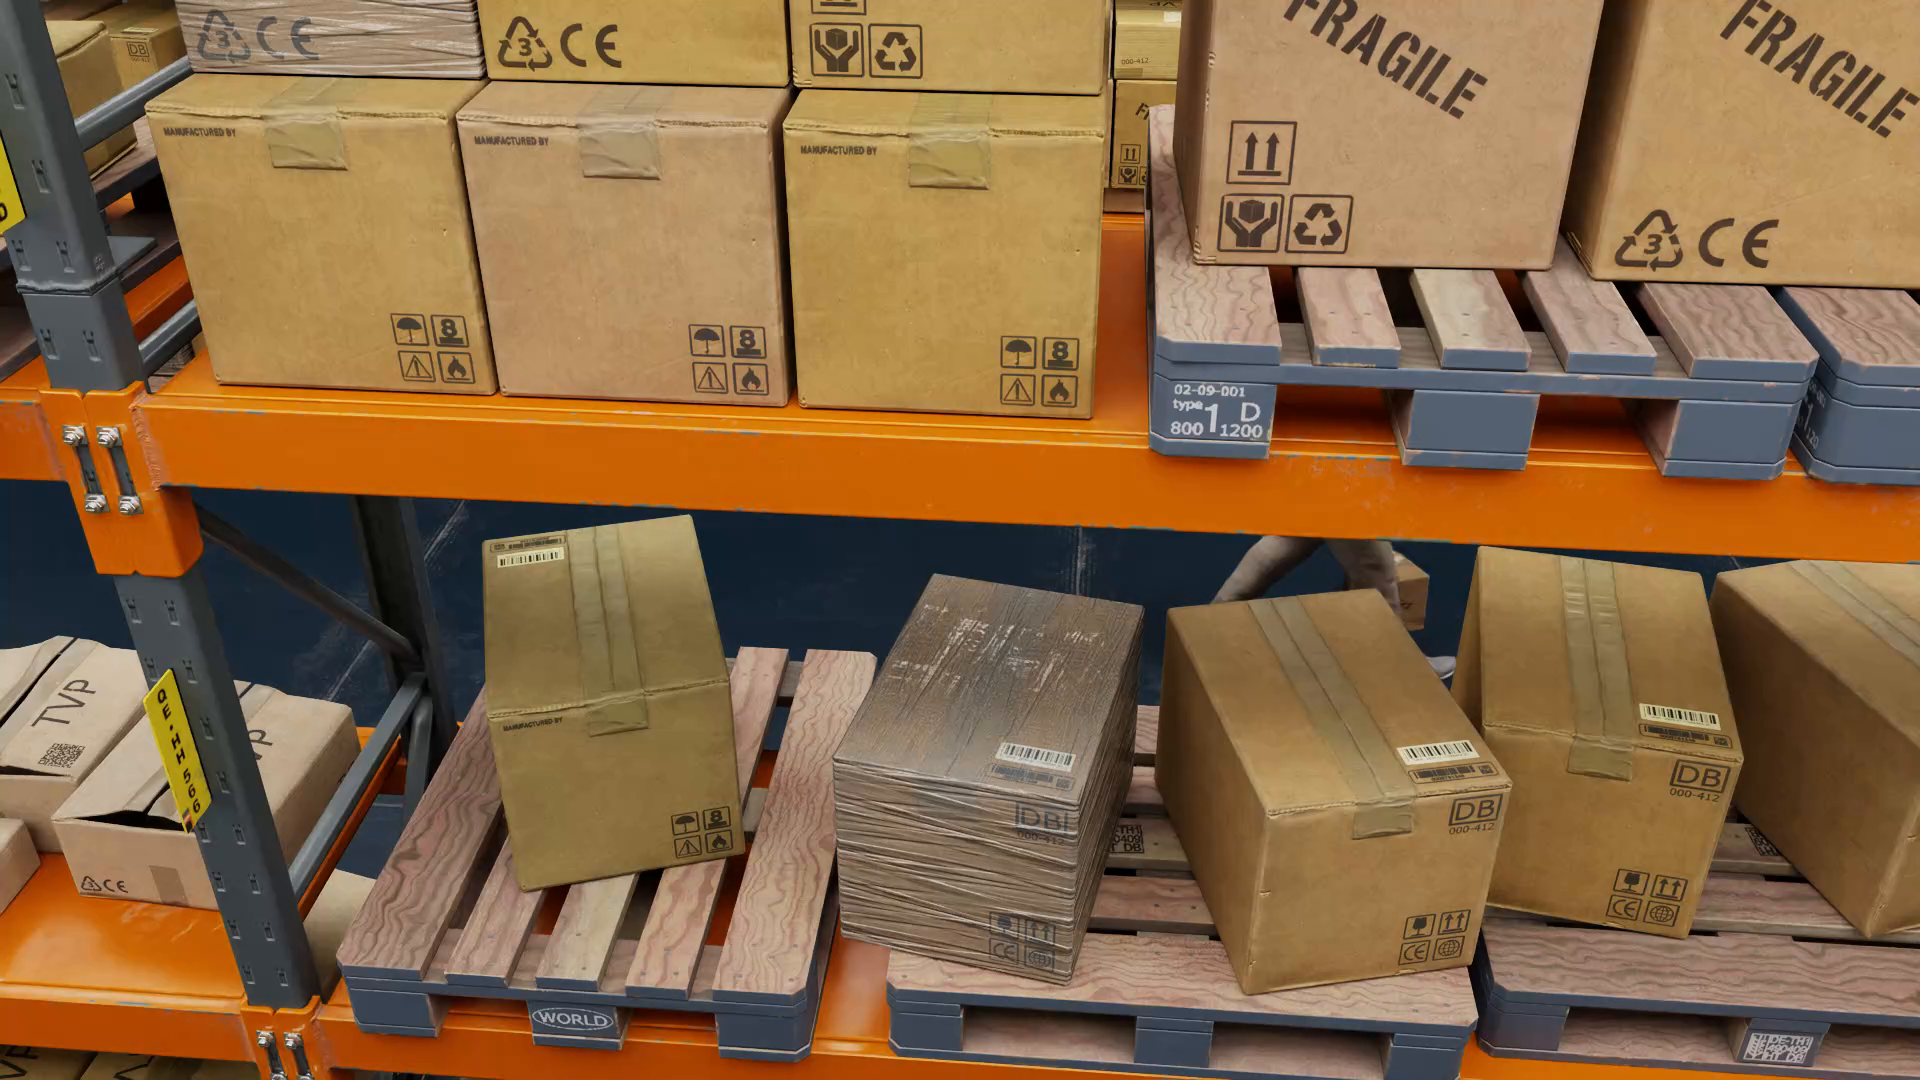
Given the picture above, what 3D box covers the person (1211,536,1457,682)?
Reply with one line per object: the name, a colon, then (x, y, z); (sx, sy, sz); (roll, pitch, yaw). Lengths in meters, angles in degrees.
person: (1.555, -0.238, 6.564); (1.035, 1.669, 0.540); (6, 32, 10)
